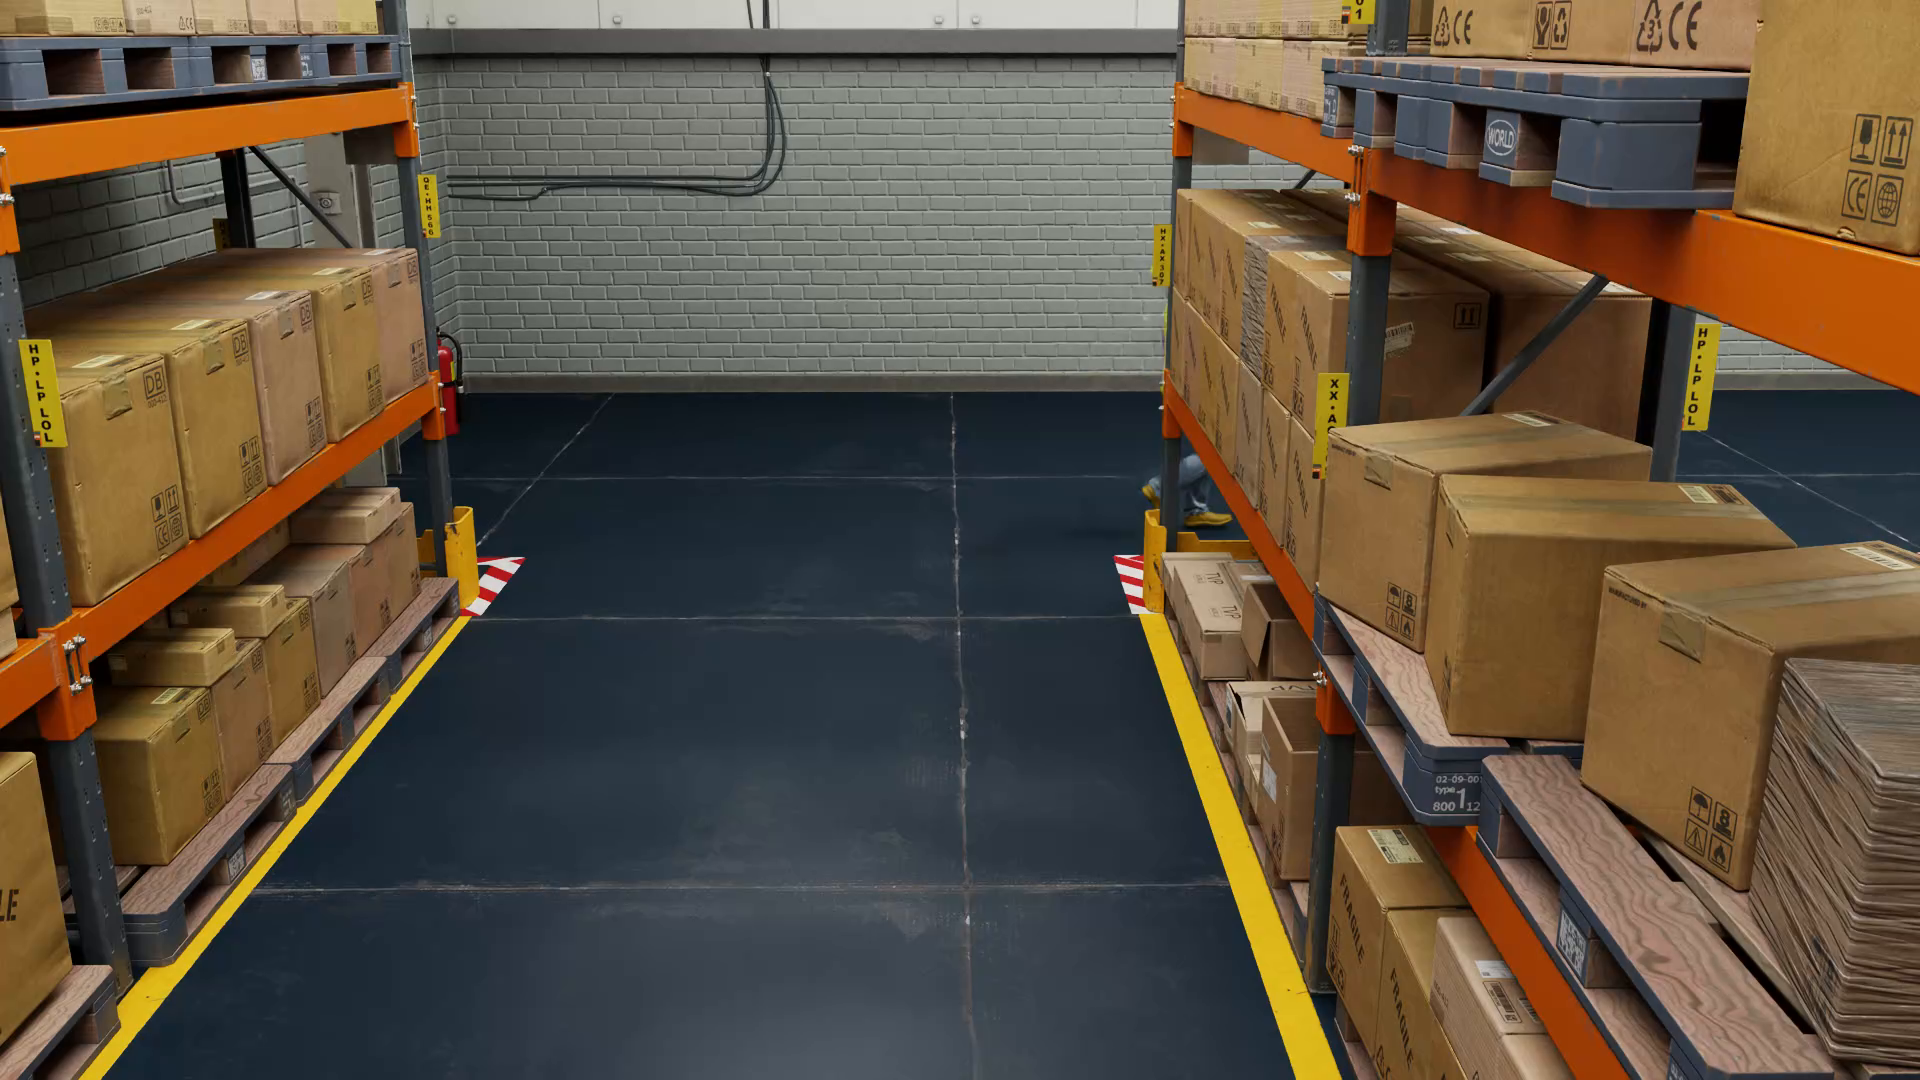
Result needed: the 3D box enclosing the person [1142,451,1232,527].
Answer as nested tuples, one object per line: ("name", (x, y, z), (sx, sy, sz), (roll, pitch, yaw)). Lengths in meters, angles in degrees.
("person", (1.455, -0.909, 10.423), (0.618, 1.752, 0.634), (-1, 17, -2))
